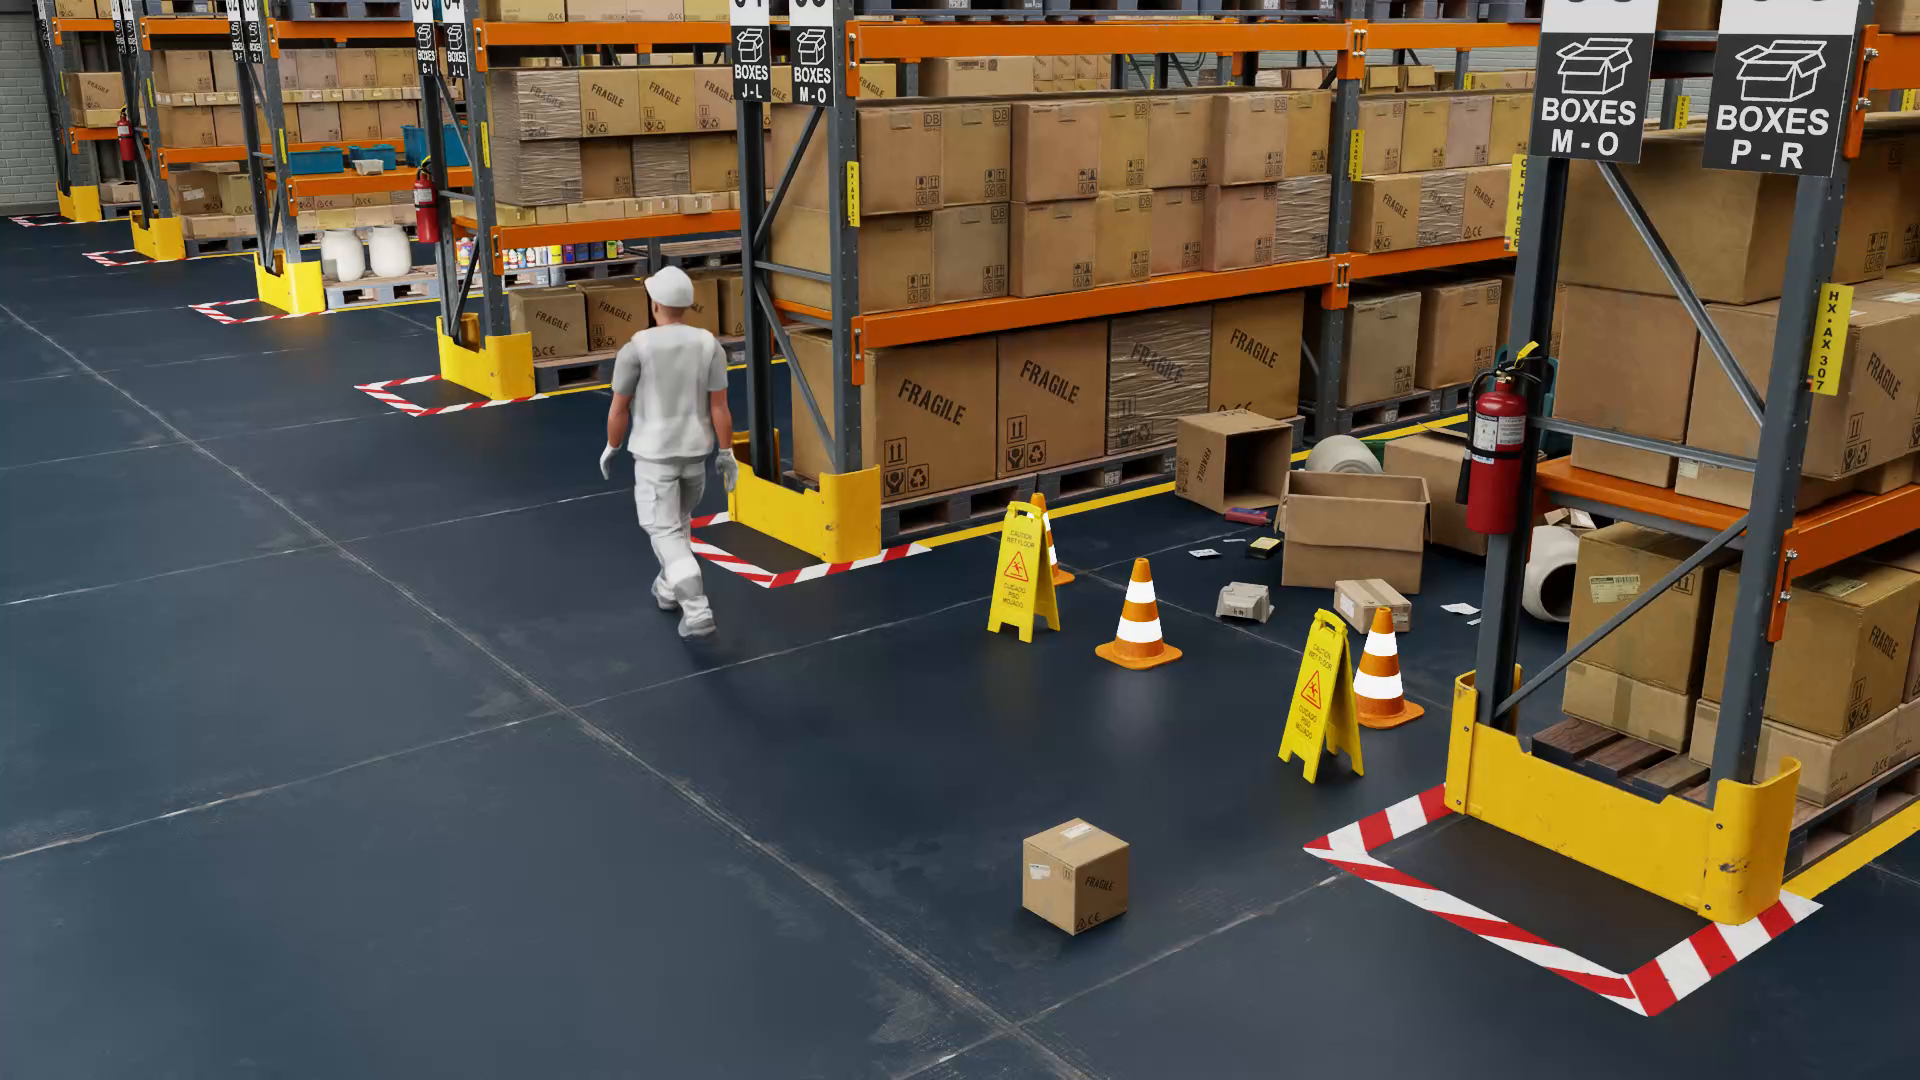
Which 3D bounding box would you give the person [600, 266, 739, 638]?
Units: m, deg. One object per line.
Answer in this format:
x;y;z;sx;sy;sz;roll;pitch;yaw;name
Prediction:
-1.374;-0.416;7.831;0.580;1.749;1.026;-10;20;-29;person
